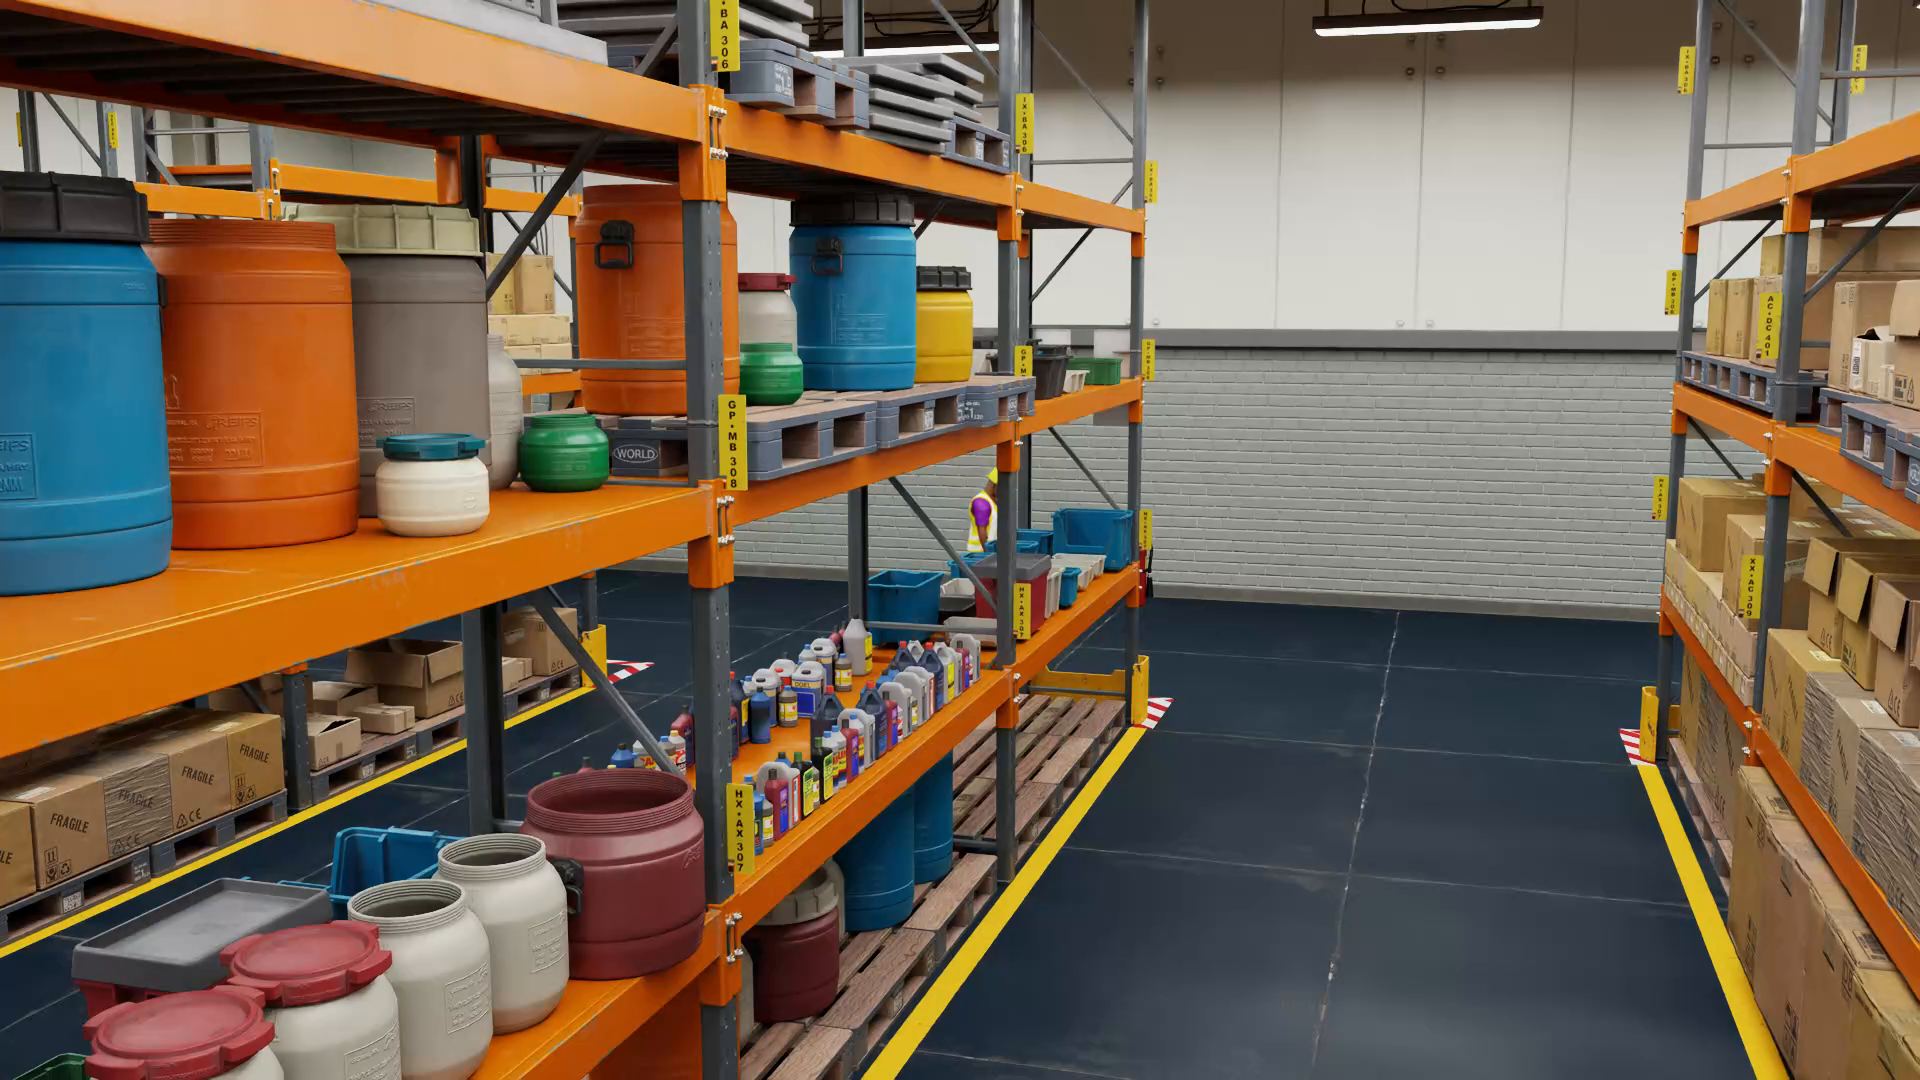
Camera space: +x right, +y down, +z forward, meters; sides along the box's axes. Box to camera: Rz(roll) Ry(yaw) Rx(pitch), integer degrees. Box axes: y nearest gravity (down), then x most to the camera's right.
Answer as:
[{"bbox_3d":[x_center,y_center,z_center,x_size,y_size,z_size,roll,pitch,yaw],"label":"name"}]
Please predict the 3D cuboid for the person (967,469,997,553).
[{"bbox_3d":[0.320,0.131,16.999,0.438,1.725,0.588,3,9,17],"label":"person"}]
